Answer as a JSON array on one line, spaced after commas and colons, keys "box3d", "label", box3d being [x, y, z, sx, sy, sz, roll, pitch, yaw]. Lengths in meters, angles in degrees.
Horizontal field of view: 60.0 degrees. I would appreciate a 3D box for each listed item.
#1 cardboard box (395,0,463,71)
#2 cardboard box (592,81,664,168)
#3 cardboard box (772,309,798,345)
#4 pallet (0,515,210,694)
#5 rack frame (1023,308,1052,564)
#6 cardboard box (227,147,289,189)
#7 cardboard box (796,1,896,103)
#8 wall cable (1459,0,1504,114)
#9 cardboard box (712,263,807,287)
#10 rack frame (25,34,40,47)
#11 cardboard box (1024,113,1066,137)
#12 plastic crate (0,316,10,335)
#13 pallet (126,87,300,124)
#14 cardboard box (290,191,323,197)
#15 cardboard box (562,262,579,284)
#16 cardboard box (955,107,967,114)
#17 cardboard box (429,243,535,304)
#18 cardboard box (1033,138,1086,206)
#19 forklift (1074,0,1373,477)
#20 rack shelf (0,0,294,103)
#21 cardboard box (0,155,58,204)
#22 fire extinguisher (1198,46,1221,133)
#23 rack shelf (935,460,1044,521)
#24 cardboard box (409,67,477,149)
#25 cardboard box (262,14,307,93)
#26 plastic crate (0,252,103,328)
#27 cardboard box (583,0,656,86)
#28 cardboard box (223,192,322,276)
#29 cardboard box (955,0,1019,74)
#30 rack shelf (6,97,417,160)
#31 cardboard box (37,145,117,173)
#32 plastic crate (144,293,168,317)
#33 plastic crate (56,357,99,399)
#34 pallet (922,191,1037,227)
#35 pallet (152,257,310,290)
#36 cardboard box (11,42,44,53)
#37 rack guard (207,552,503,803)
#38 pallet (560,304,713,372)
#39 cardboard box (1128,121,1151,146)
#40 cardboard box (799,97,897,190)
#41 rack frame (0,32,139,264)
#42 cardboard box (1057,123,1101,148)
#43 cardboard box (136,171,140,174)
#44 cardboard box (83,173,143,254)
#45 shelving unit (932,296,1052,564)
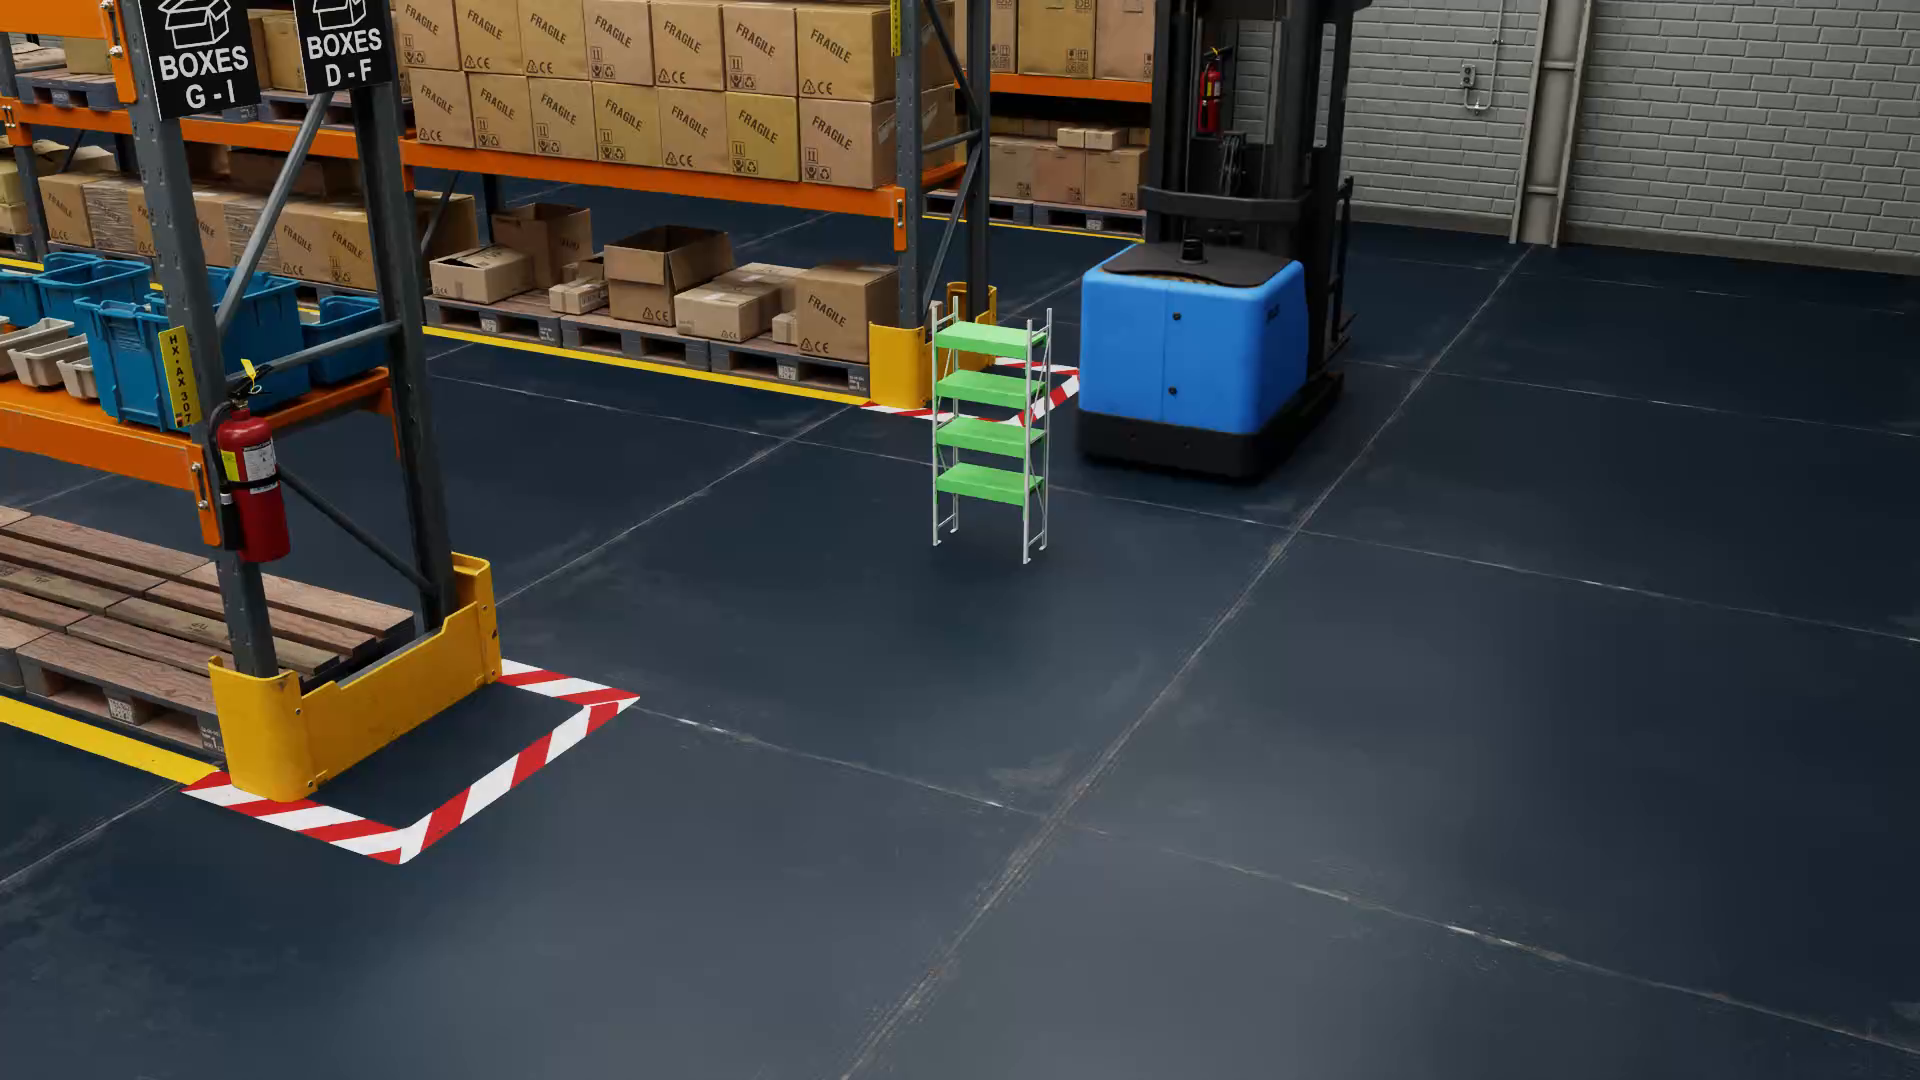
[{"box3d": [-3.366, -3.415, 11.042, 0.500, 0.500, 0.500, 12, 26, 26], "label": "cardboard box"}, {"box3d": [-1.969, -2.683, 10.599, 0.500, 0.500, 0.500, 11, 25, 24], "label": "cardboard box"}, {"box3d": [-1.007, -1.395, 10.757, 0.250, 0.166, 0.380, 11, 25, 25], "label": "cardboard box"}, {"box3d": [-4.131, 0.254, 7.384, 1.213, 0.211, 1.003, 11, 25, 25], "label": "pallet"}, {"box3d": [0.365, -0.480, 7.845, 0.015, 1.200, 0.240, 11, 25, 25], "label": "rack frame"}, {"box3d": [-5.321, -2.923, 12.964, 0.500, 0.250, 0.500, 11, 25, 24], "label": "cardboard box"}, {"box3d": [-0.611, -2.873, 9.766, 0.500, 0.500, 0.500, 11, 25, 24], "label": "cardboard box"}, {"box3d": [3.712, -4.686, 14.139, 1.851, 1.984, 0.084, 11, 25, 25], "label": "wall cable"}, {"box3d": [-1.339, -1.693, 11.349, 0.500, 0.250, 0.500, 11, 25, 25], "label": "cardboard box"}, {"box3d": [-12.137, -6.940, 20.736, 0.127, 3.000, 1.000, 11, 25, 25], "label": "rack frame"}, {"box3d": [0.771, -3.771, 15.112, 0.250, 0.149, 0.380, 12, 26, 25], "label": "cardboard box"}, {"box3d": [-3.922, -0.784, 6.522, 0.250, 0.136, 0.298, 11, 25, 25], "label": "plastic crate"}, {"box3d": [-5.491, -3.366, 12.578, 1.213, 0.211, 1.003, 11, 25, 25], "label": "pallet"}, {"box3d": [-4.905, -2.494, 12.914, 0.500, 0.500, 0.500, 12, 26, 25], "label": "cardboard box"}, {"box3d": [-2.661, -1.934, 12.045, 0.250, 0.149, 0.380, 11, 25, 25], "label": "cardboard box"}, {"box3d": [0.085, -3.906, 15.430, 0.250, 0.149, 0.380, 11, 26, 25], "label": "cardboard box"}, {"box3d": [-3.382, -1.906, 11.772, 0.500, 0.311, 0.500, 11, 25, 25], "label": "cardboard box"}, {"box3d": [1.026, -3.335, 14.916, 0.500, 0.500, 0.700, 11, 25, 24], "label": "cardboard box"}, {"box3d": [1.735, -2.226, 9.739, 1.130, 2.935, 3.031, 11, 25, 24], "label": "forklift"}, {"box3d": [-4.113, -2.057, 6.341, 4.000, 0.370, 1.077, 11, 25, 25], "label": "rack shelf"}, {"box3d": [-7.808, -2.989, 13.706, 0.500, 0.311, 0.500, 12, 26, 26], "label": "cardboard box"}, {"box3d": [2.069, -3.720, 13.739, 0.183, 0.674, 0.296, 11, 25, 25], "label": "fire extinguisher"}, {"box3d": [0.148, -0.243, 8.065, 0.480, 0.148, 0.258, 11, 25, 25], "label": "rack shelf"}, {"box3d": [-3.327, -2.951, 11.229, 0.500, 0.500, 0.500, 12, 26, 26], "label": "cardboard box"}, {"box3d": [-4.623, -3.591, 12.196, 0.500, 0.500, 0.700, 16, 28, 33], "label": "cardboard box"}, {"box3d": [-3.843, -1.049, 7.022, 0.300, 0.233, 0.416, 11, 25, 25], "label": "plastic crate"}, {"box3d": [-1.985, -3.142, 10.400, 0.500, 0.500, 0.500, 12, 26, 26], "label": "cardboard box"}, {"box3d": [-5.114, -2.308, 12.477, 0.500, 0.500, 0.500, 12, 26, 25], "label": "cardboard box"}, {"box3d": [0.352, -4.602, 14.854, 0.700, 0.700, 0.980, 10, 25, 22], "label": "cardboard box"}, {"box3d": [-5.444, -3.112, 12.655, 4.000, 0.370, 1.077, 11, 25, 25], "label": "rack shelf"}, {"box3d": [-7.564, -3.178, 14.149, 0.500, 0.311, 0.500, 12, 26, 26], "label": "cardboard box"}, {"box3d": [-2.987, -0.880, 6.624, 0.300, 0.233, 0.416, 11, 25, 25], "label": "plastic crate"}, {"box3d": [-3.137, -0.642, 6.186, 0.243, 0.136, 0.396, 11, 25, 25], "label": "plastic crate"}, {"box3d": [0.309, -3.161, 15.414, 1.213, 0.211, 1.003, 11, 25, 25], "label": "pallet"}, {"box3d": [-5.495, -2.152, 13.041, 1.213, 0.211, 1.003, 11, 25, 25], "label": "pallet"}, {"box3d": [-7.940, -3.981, 13.892, 0.500, 0.311, 0.500, 11, 25, 24], "label": "cardboard box"}, {"box3d": [-2.301, 0.495, 6.446, 0.348, 0.500, 1.175, 11, 25, 25], "label": "rack guard"}, {"box3d": [-1.954, -1.470, 11.438, 1.213, 0.211, 1.003, 11, 25, 25], "label": "pallet"}, {"box3d": [1.674, -3.593, 14.693, 0.250, 0.149, 0.380, 11, 26, 25], "label": "cardboard box"}, {"box3d": [-0.612, -2.414, 9.966, 0.500, 0.500, 0.500, 12, 26, 26], "label": "cardboard box"}, {"box3d": [-7.229, -3.797, 13.344, 0.127, 3.000, 1.000, 11, 25, 25], "label": "rack frame"}, {"box3d": [1.047, -3.549, 14.590, 0.250, 0.149, 0.380, 12, 26, 26], "label": "cardboard box"}, {"box3d": [-6.288, -2.766, 13.552, 0.500, 0.500, 0.500, 12, 26, 27], "label": "cardboard box"}, {"box3d": [-6.482, -2.578, 13.111, 0.500, 0.500, 0.500, 10, 25, 23], "label": "cardboard box"}, {"box3d": [0.148, -0.523, 7.946, 0.503, 1.200, 0.258, 11, 25, 25], "label": "shelving unit"}]
